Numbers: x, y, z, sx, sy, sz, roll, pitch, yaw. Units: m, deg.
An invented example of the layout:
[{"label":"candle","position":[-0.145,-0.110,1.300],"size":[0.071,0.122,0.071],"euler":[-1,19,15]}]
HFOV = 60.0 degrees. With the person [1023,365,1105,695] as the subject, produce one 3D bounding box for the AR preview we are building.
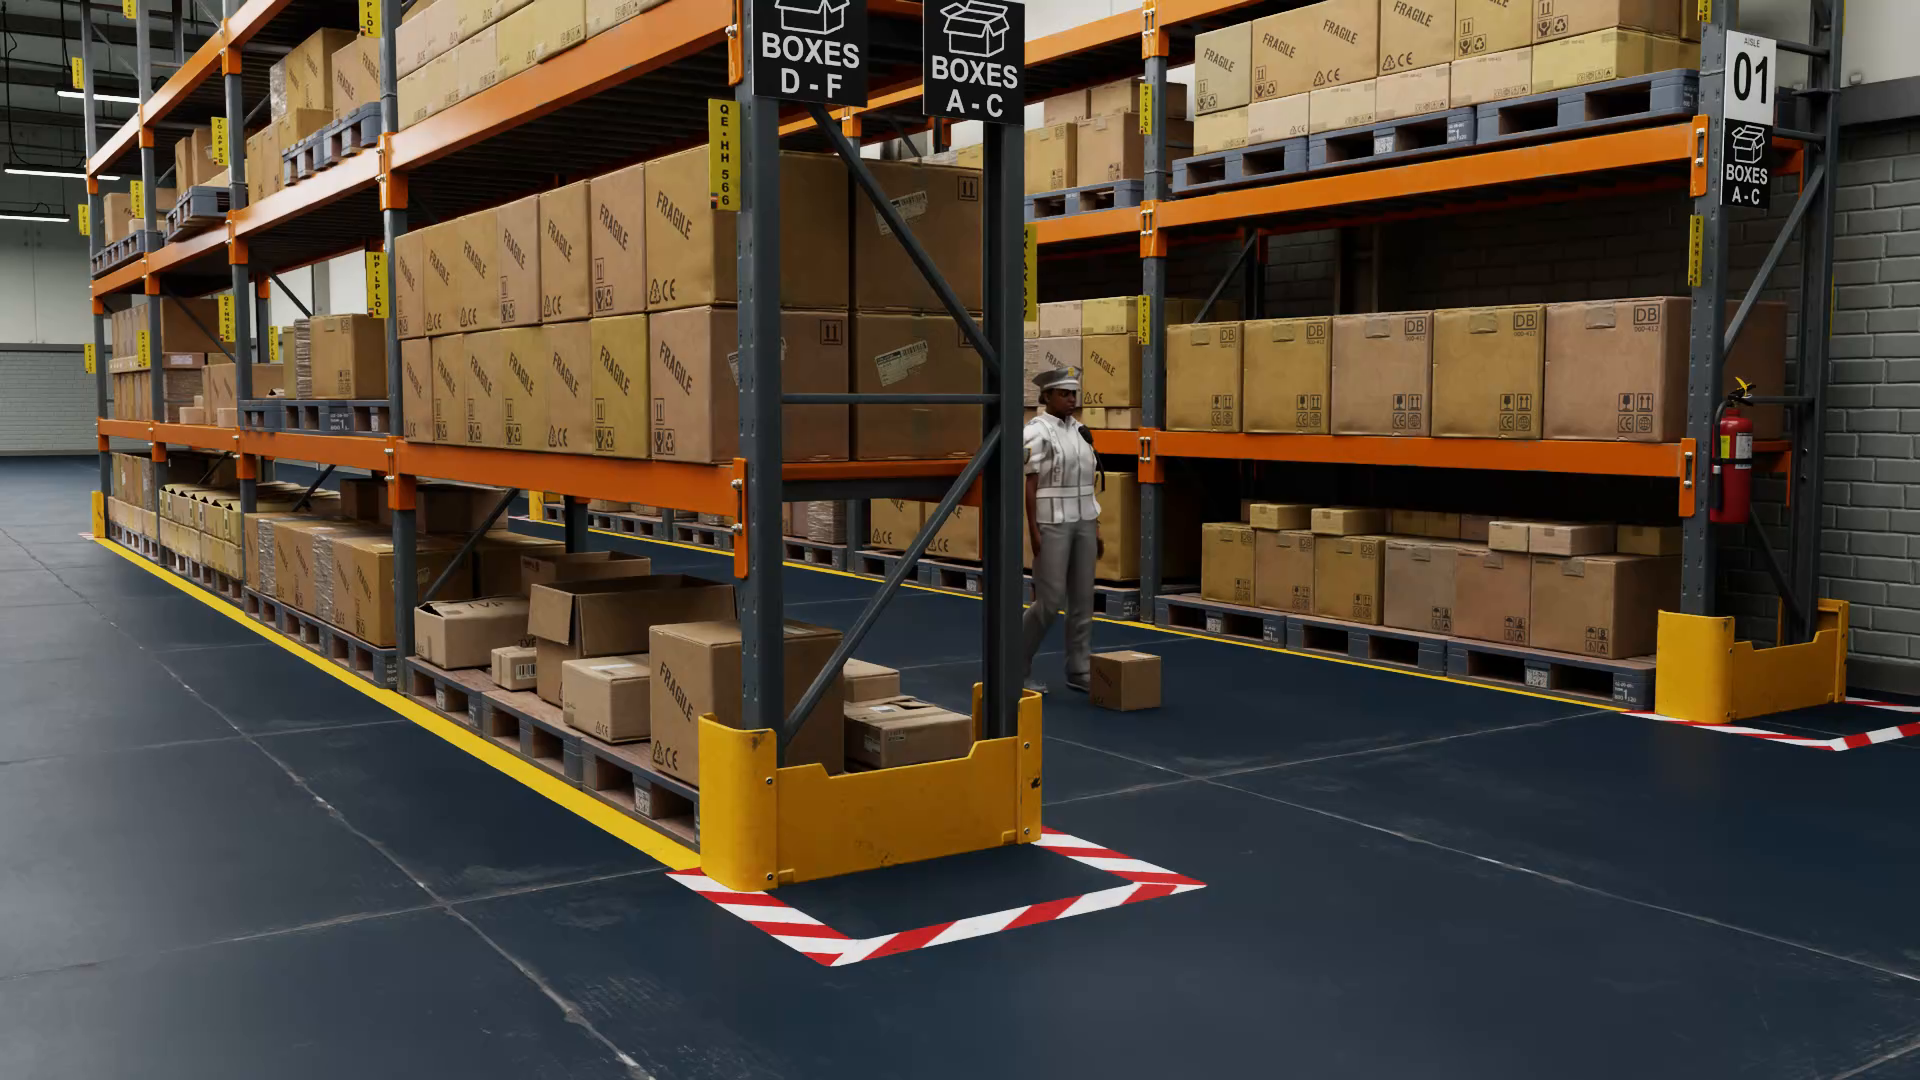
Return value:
[{"label":"person","position":[0.537,-0.046,8.561],"size":[0.510,1.702,0.465],"euler":[-4,6,-39]}]
